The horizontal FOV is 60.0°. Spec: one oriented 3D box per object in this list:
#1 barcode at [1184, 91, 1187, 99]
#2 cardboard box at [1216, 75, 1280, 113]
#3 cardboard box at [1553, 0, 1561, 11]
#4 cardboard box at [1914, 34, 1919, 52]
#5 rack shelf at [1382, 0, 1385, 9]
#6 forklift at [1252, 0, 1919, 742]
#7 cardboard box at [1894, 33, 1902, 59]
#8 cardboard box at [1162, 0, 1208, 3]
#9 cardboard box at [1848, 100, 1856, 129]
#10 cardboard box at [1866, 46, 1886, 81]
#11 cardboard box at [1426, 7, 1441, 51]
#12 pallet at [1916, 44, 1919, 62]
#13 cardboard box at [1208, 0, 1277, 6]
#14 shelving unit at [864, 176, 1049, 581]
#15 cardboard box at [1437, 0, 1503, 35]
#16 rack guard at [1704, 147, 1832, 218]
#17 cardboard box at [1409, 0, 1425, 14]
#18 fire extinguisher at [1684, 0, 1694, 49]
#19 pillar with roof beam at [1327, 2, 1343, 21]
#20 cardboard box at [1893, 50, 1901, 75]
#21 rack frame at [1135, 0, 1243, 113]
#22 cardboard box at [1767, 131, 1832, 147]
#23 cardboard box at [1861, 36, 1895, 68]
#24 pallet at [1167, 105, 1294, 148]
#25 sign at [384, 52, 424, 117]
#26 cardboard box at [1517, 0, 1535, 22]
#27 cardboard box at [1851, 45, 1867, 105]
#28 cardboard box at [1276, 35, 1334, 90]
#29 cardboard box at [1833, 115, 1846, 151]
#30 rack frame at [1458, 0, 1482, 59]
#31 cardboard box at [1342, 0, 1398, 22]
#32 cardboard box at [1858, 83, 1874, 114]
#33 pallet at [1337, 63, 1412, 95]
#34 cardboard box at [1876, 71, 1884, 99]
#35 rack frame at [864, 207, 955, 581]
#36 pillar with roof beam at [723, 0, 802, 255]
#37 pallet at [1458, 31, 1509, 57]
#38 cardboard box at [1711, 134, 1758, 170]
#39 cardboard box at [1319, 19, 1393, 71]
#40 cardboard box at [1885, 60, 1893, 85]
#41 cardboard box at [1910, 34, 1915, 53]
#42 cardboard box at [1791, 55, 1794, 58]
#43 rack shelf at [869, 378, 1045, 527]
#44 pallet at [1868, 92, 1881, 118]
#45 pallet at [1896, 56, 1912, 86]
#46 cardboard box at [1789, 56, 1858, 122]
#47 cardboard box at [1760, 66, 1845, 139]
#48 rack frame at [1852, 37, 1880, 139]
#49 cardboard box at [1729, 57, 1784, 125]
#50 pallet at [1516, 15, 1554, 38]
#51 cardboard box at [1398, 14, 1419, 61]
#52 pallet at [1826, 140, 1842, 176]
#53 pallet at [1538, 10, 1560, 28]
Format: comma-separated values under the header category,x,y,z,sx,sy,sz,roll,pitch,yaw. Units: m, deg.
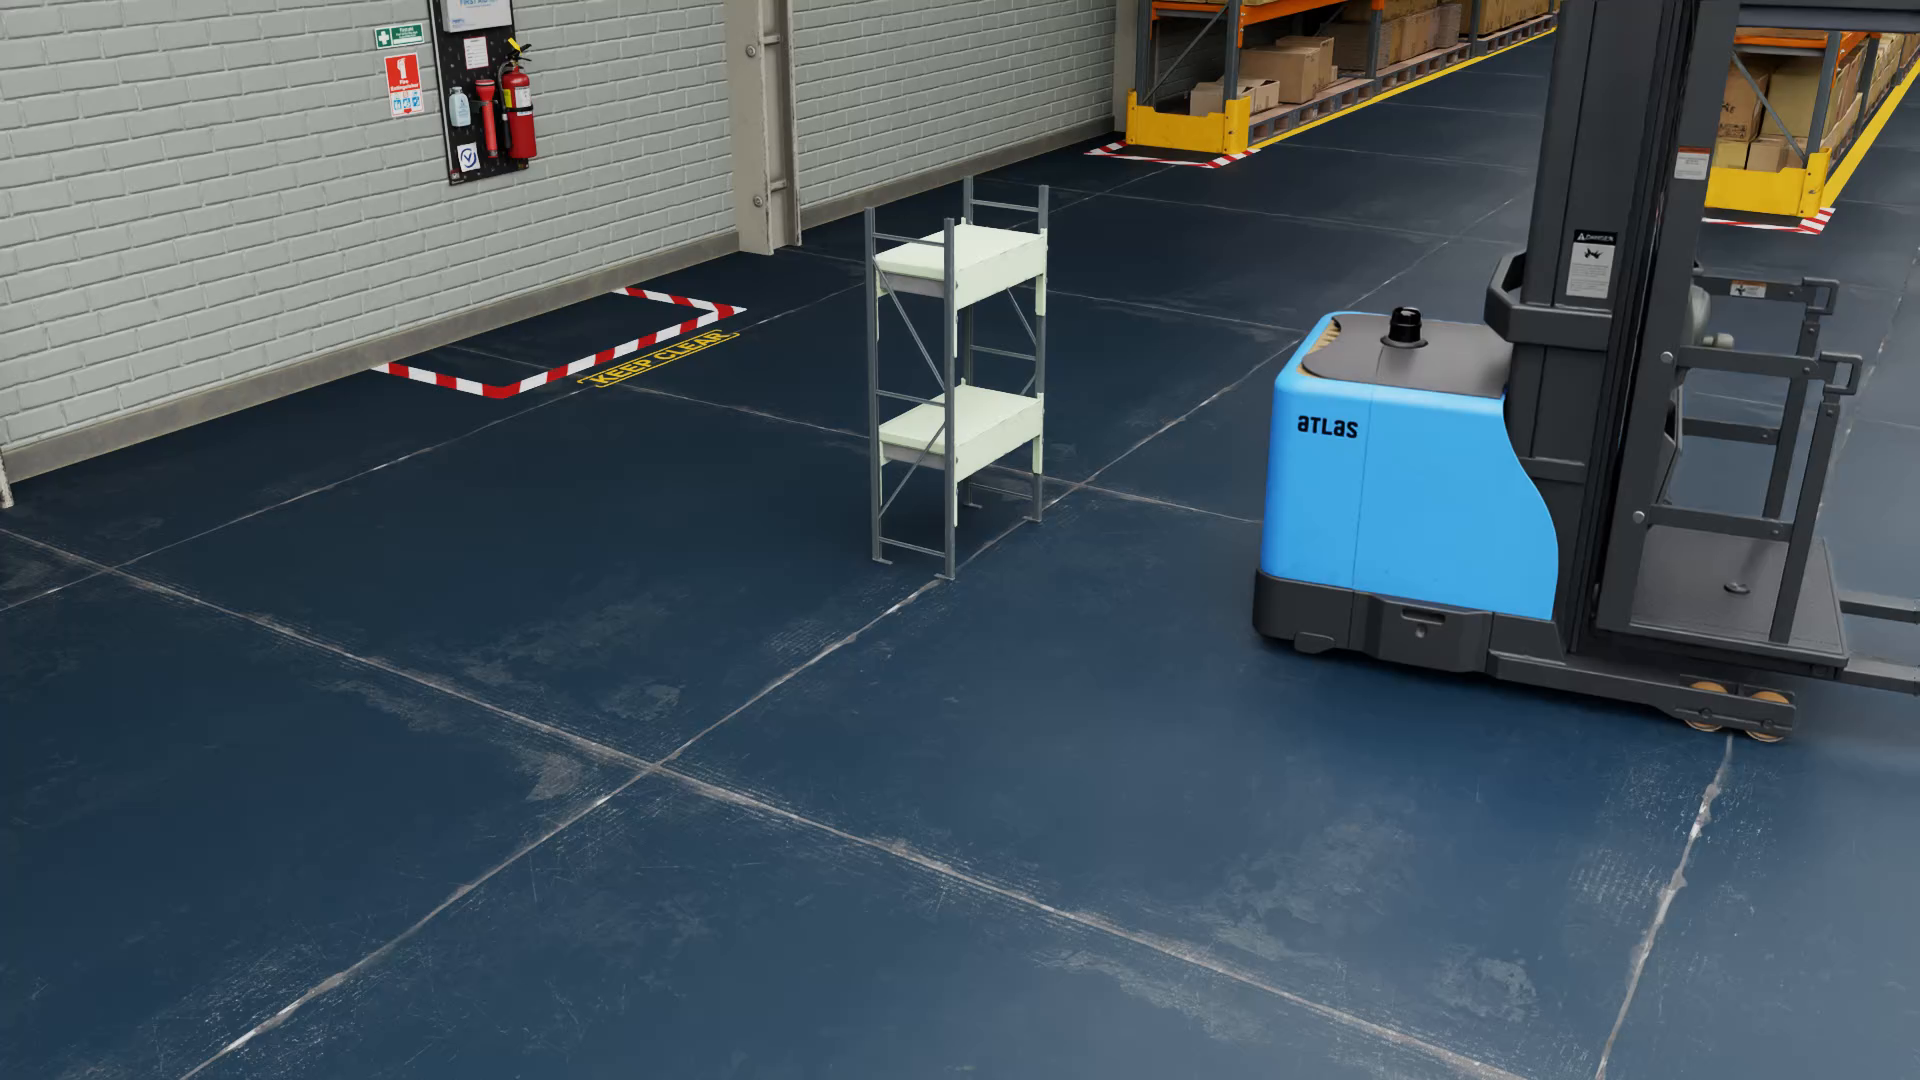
category,x,y,z,sx,sy,sz,roll,pitch,yaw
barcode,2.240,-4.413,16.488,0.001,0.075,0.075,14,27,29
cardboard box,2.871,-4.511,16.726,0.500,0.311,0.500,16,28,33
cardboard box,8.940,-8.463,25.641,0.700,0.500,0.500,14,27,30
cardboard box,11.853,-6.471,21.016,0.500,0.500,0.500,13,27,27
rack shelf,5.294,-6.831,20.160,1.077,0.370,4.000,14,27,29
forklift,2.678,-0.897,5.633,3.031,2.935,1.130,9,25,20
cardboard box,10.223,-5.583,18.597,0.500,0.311,0.500,13,27,28
cardboard box,2.211,-5.275,15.823,0.500,0.250,0.500,14,27,30
cardboard box,8.118,-4.011,15.673,0.500,0.250,0.500,14,27,29
cardboard box,9.147,-4.893,17.003,0.500,0.311,0.500,14,27,28
cardboard box,5.643,-6.488,21.053,0.700,0.500,0.500,14,27,29
pallet,12.272,-6.587,22.201,1.003,0.211,1.213,14,27,29
cardboard box,2.656,-5.175,15.592,0.500,0.250,0.500,13,27,27
shelving unit,-0.004,-0.686,6.947,0.431,1.500,0.755,14,27,29
cardboard box,6.848,-7.263,22.430,0.750,0.750,0.750,13,27,28
rack guard,6.326,-2.944,13.422,1.175,0.500,0.348,14,27,29
cardboard box,5.392,-6.627,20.432,0.500,0.250,0.500,14,27,29
fire extinguisher,5.882,-4.121,13.092,0.296,0.674,0.183,14,27,29
pillar with roof beam,8.585,-9.430,17.706,9.100,9.000,0.400,14,27,29
cardboard box,10.489,-5.502,19.116,0.500,0.250,0.500,15,27,30
rack frame,2.129,-5.136,15.339,1.000,3.000,0.127,14,27,29
cardboard box,7.072,-3.334,14.109,0.500,0.250,0.500,14,27,29
cardboard box,9.689,-5.244,17.815,0.500,0.311,0.500,15,27,30
pallet,2.627,-4.149,16.569,1.003,0.211,1.213,14,27,29
sign,-3.117,-2.554,9.329,0.001,0.329,0.234,14,27,29
cardboard box,7.760,-7.845,23.774,0.750,0.750,0.750,15,27,31
cardboard box,8.116,-4.356,15.525,0.500,0.500,0.500,14,27,29
cardboard box,3.725,-5.182,18.038,0.500,0.500,0.500,12,26,25
cardboard box,7.604,-3.671,14.886,0.500,0.250,0.500,14,27,29
rack frame,6.349,-7.836,21.576,1.000,3.000,0.127,14,27,29
cardboard box,4.842,-6.287,19.645,0.500,0.250,0.500,13,27,28
cardboard box,8.872,-4.465,16.720,0.500,0.250,0.500,13,27,28
pallet,4.648,-5.470,19.619,1.003,0.211,1.213,14,27,29
cardboard box,9.414,-4.812,17.523,0.500,0.250,0.500,13,27,27
rack frame,-0.197,-0.562,6.661,0.400,1.500,0.023,14,27,29
pillar with roof beam,2.255,-5.380,8.350,9.100,9.000,0.400,14,27,29
pallet,6.828,-6.807,22.708,1.003,0.211,1.213,14,27,29
cardboard box,6.371,-3.273,13.968,0.500,0.250,0.500,14,27,29
cardboard box,4.613,-5.793,19.449,0.700,0.500,0.500,15,28,31
cardboard box,9.952,-5.158,18.321,0.500,0.250,0.500,15,27,30
cardboard box,11.313,-6.126,20.218,0.500,0.500,0.500,13,27,27
cardboard box,7.411,-4.296,15.387,0.500,0.500,0.500,14,27,29
rack shelf,-0.004,-0.387,7.076,0.431,0.370,0.720,14,27,29
pallet,9.447,-4.840,18.165,1.003,0.211,1.213,14,27,29
pallet,10.985,-5.764,20.299,1.003,0.211,1.213,14,27,29
cardboard box,7.604,-4.015,14.736,0.500,0.500,0.500,14,27,29
cardboard box,7.073,-3.678,13.959,0.500,0.500,0.500,14,27,29
rack frame,8.449,-5.450,16.063,1.000,3.000,0.127,14,27,29
cardboard box,6.884,-3.958,14.607,0.500,0.500,0.500,14,27,29
pallet,8.116,-7.631,24.611,1.003,0.211,1.213,14,27,29
cardboard box,5.146,-6.142,20.254,0.700,0.500,0.500,14,27,30
pallet,7.351,-3.497,15.062,1.003,0.211,1.213,14,27,29
pallet,8.926,-8.147,25.804,1.003,0.211,1.213,14,27,29
